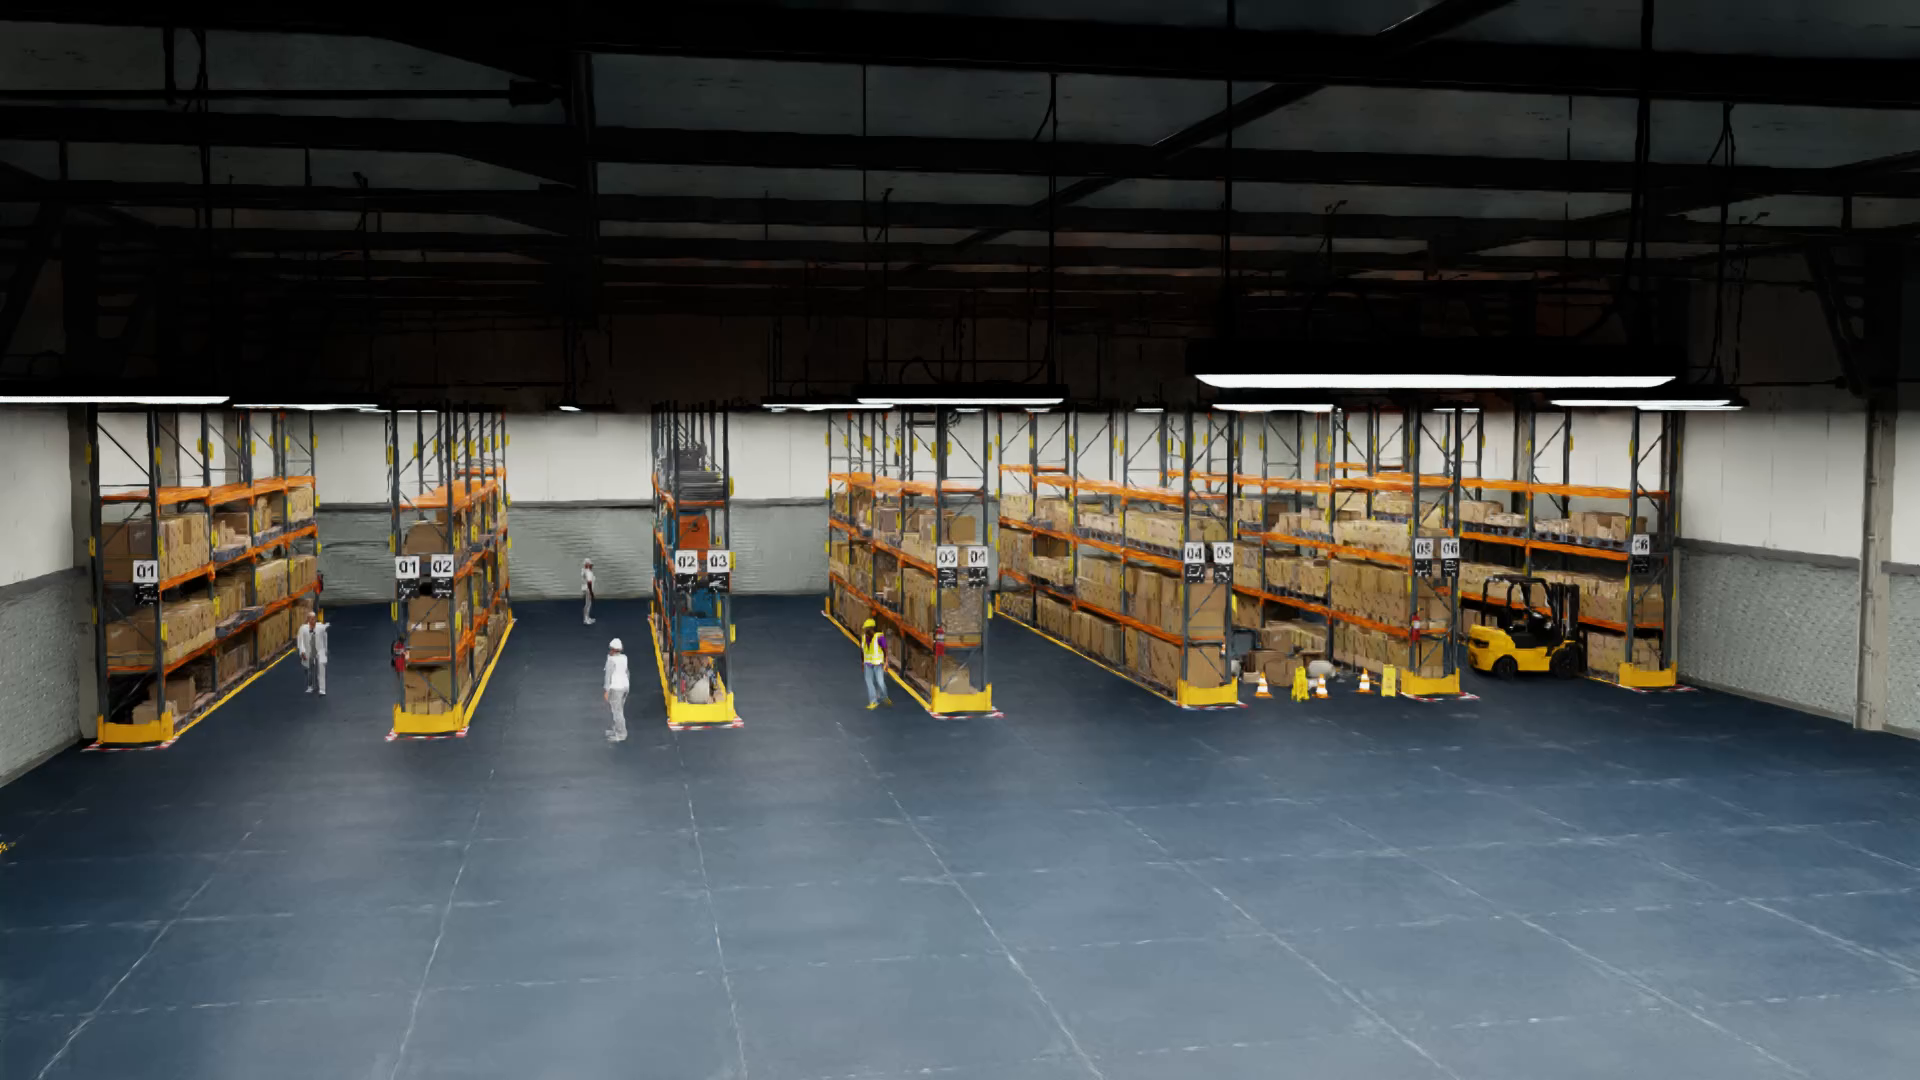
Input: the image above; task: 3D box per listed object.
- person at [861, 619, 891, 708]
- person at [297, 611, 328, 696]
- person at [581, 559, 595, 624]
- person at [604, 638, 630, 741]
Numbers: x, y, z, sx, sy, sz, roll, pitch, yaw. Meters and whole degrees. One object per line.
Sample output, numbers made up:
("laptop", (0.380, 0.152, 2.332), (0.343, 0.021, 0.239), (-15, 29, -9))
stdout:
("person", (-1.656, 2.401, 32.526), (0.611, 1.753, 0.579), (2, 5, 24))
("person", (-13.161, 2.301, 33.816), (0.580, 1.715, 1.085), (-2, 5, -20))
("person", (-10.167, 1.387, 45.550), (0.385, 1.769, 0.703), (-2, 5, -21))
("person", (-6.076, 2.613, 29.318), (0.575, 1.768, 0.626), (2, 5, 21))
